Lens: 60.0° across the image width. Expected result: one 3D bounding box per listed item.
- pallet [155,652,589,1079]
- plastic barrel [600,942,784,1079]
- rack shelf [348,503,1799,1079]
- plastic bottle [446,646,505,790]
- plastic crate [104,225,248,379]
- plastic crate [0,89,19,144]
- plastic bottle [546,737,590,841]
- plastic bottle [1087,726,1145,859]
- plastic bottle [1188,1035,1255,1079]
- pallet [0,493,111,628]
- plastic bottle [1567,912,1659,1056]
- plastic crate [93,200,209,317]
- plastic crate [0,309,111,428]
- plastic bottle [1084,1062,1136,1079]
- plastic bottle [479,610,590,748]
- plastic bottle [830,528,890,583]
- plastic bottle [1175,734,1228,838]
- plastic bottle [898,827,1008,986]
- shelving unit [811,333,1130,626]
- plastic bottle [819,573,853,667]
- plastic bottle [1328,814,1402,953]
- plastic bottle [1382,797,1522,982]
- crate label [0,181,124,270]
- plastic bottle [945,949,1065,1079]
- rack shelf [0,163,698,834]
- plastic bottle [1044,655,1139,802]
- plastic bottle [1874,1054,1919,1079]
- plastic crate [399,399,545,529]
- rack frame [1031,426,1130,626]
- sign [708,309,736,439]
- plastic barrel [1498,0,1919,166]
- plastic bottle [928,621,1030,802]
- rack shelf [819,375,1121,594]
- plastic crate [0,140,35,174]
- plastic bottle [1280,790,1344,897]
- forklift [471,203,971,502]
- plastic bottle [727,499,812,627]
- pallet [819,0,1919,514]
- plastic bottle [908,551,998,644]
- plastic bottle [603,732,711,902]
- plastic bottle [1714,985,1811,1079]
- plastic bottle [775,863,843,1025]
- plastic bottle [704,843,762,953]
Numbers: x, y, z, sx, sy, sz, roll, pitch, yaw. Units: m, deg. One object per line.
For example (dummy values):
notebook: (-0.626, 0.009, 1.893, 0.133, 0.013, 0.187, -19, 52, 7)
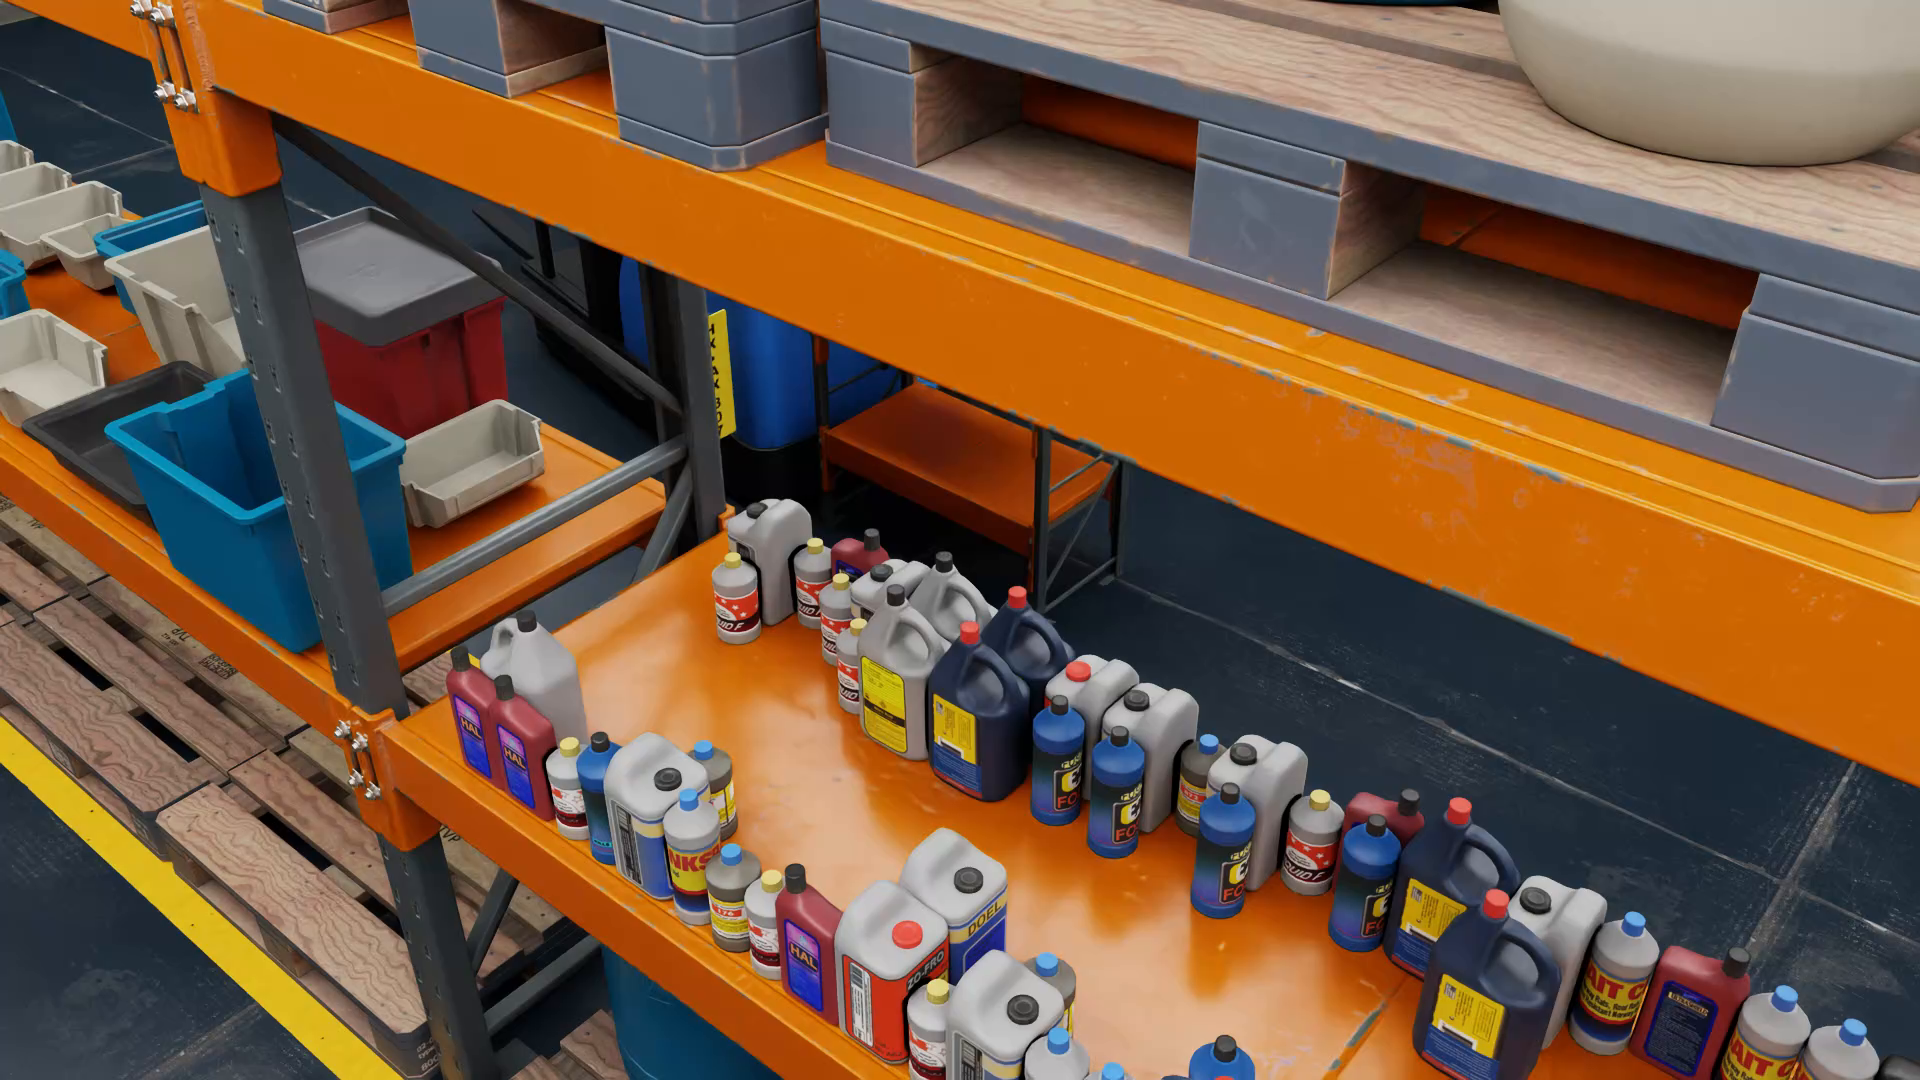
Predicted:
pallet: (-1.519, 0.874, 4.791, 1.213, 0.211, 1.003, 25, 42, 32)
plastic barrel: (-0.522, 0.870, 3.816, 0.708, 0.901, 0.600, 25, 42, 32)
rack shelf: (0.608, 0.995, 2.787, 4.000, 0.370, 1.077, 25, 42, 32)
plastic bottle: (-0.921, 0.340, 3.208, 0.133, 0.283, 0.061, 25, 42, 32)
plastic crate: (-1.985, -0.635, 4.577, 0.530, 0.282, 0.437, 25, 42, 32)
plastic crate: (-3.627, -1.474, 5.663, 0.499, 0.435, 0.616, 25, 42, 32)
plastic bottle: (-0.718, 0.456, 3.111, 0.097, 0.201, 0.097, 0, 34, 0)
plastic bottle: (0.287, 0.454, 3.053, 0.097, 0.271, 0.097, 0, 34, 0)
plastic bottle: (0.386, 0.842, 2.489, 0.097, 0.271, 0.097, 0, 34, 0)
pallet: (-3.395, -0.010, 6.078, 1.213, 0.211, 1.003, 25, 42, 32)
plastic bottle: (1.060, 0.706, 2.686, 0.097, 0.271, 0.097, 0, 34, 0)
plastic crate: (-2.261, -0.798, 4.858, 0.300, 0.233, 0.416, 25, 42, 32)
plastic crate: (-2.460, -0.442, 4.424, 0.466, 0.136, 0.293, 25, 42, 32)
plastic bottle: (0.219, 0.869, 2.449, 0.097, 0.271, 0.097, 0, 34, 0)
plastic bottle: (-0.835, 0.277, 3.240, 0.185, 0.351, 0.144, 25, 42, 32)
plastic bottle: (-0.213, 0.088, 3.575, 0.133, 0.283, 0.061, 25, 42, 32)
plastic bottle: (0.459, 0.452, 3.118, 0.097, 0.201, 0.097, 0, 34, 0)
plastic bottle: (-0.009, 0.628, 2.796, 0.135, 0.276, 0.152, 25, 42, 32)
shelving unit: (0.034, -0.426, 5.877, 1.048, 1.125, 0.538, 26, 42, 33)
plastic bottle: (-0.249, 0.163, 3.539, 0.097, 0.201, 0.097, 0, 34, 0)
plastic bottle: (0.701, 0.582, 2.867, 0.097, 0.271, 0.097, 0, 34, 0)
plastic bottle: (0.833, 0.584, 2.794, 0.185, 0.351, 0.144, 25, 42, 32)
crate label: (-2.818, -0.973, 5.197, 0.243, 0.136, 0.396, 25, 42, 32)
plastic bottle: (0.072, 0.778, 2.577, 0.135, 0.276, 0.152, 25, 42, 32)
rack shelf: (-2.466, -0.454, 4.897, 4.000, 0.370, 1.077, 25, 42, 32)
plastic bottle: (0.249, 0.342, 3.212, 0.135, 0.276, 0.152, 25, 42, 32)
plastic bottle: (1.412, 0.854, 2.460, 0.133, 0.283, 0.061, 25, 42, 32)
plastic crate: (-1.196, -0.173, 4.032, 0.243, 0.136, 0.396, 25, 42, 32)
rack frame: (0.418, -0.237, 5.602, 0.032, 1.125, 0.500, 26, 42, 33)
sign: (-0.576, -0.379, 3.907, 0.005, 0.325, 0.100, 25, 42, 32)
plastic barrel: (0.686, -0.619, 1.362, 0.433, 0.535, 0.433, 0, 34, 0)
plastic bottle: (0.036, 0.315, 3.186, 0.185, 0.351, 0.144, 25, 42, 32)
rack shelf: (0.034, -0.224, 6.015, 1.000, 0.278, 0.538, 26, 42, 33)
plastic crate: (-3.261, -1.174, 5.490, 0.243, 0.136, 0.396, 25, 42, 32)
plastic bottle: (0.637, 0.536, 2.996, 0.097, 0.201, 0.097, 0, 34, 0)
forklift: (-1.249, -2.121, 6.749, 1.130, 2.935, 3.031, -23, 41, -30)
plastic bottle: (-0.420, 0.027, 3.670, 0.135, 0.276, 0.152, 25, 42, 32)
pallet: (0.609, -0.534, 1.895, 1.213, 0.211, 1.003, 25, 42, 32)
plastic bottle: (-0.014, 0.185, 3.375, 0.185, 0.351, 0.144, 25, 42, 32)
plastic bottle: (-0.536, 0.491, 2.995, 0.135, 0.276, 0.152, 25, 42, 32)
plastic bottle: (1.237, 0.790, 2.564, 0.097, 0.271, 0.097, 0, 34, 0)
plastic bottle: (-0.238, 0.662, 2.739, 0.133, 0.283, 0.061, 25, 42, 32)
plastic bottle: (-0.390, 0.611, 2.886, 0.097, 0.201, 0.097, 0, 34, 0)
